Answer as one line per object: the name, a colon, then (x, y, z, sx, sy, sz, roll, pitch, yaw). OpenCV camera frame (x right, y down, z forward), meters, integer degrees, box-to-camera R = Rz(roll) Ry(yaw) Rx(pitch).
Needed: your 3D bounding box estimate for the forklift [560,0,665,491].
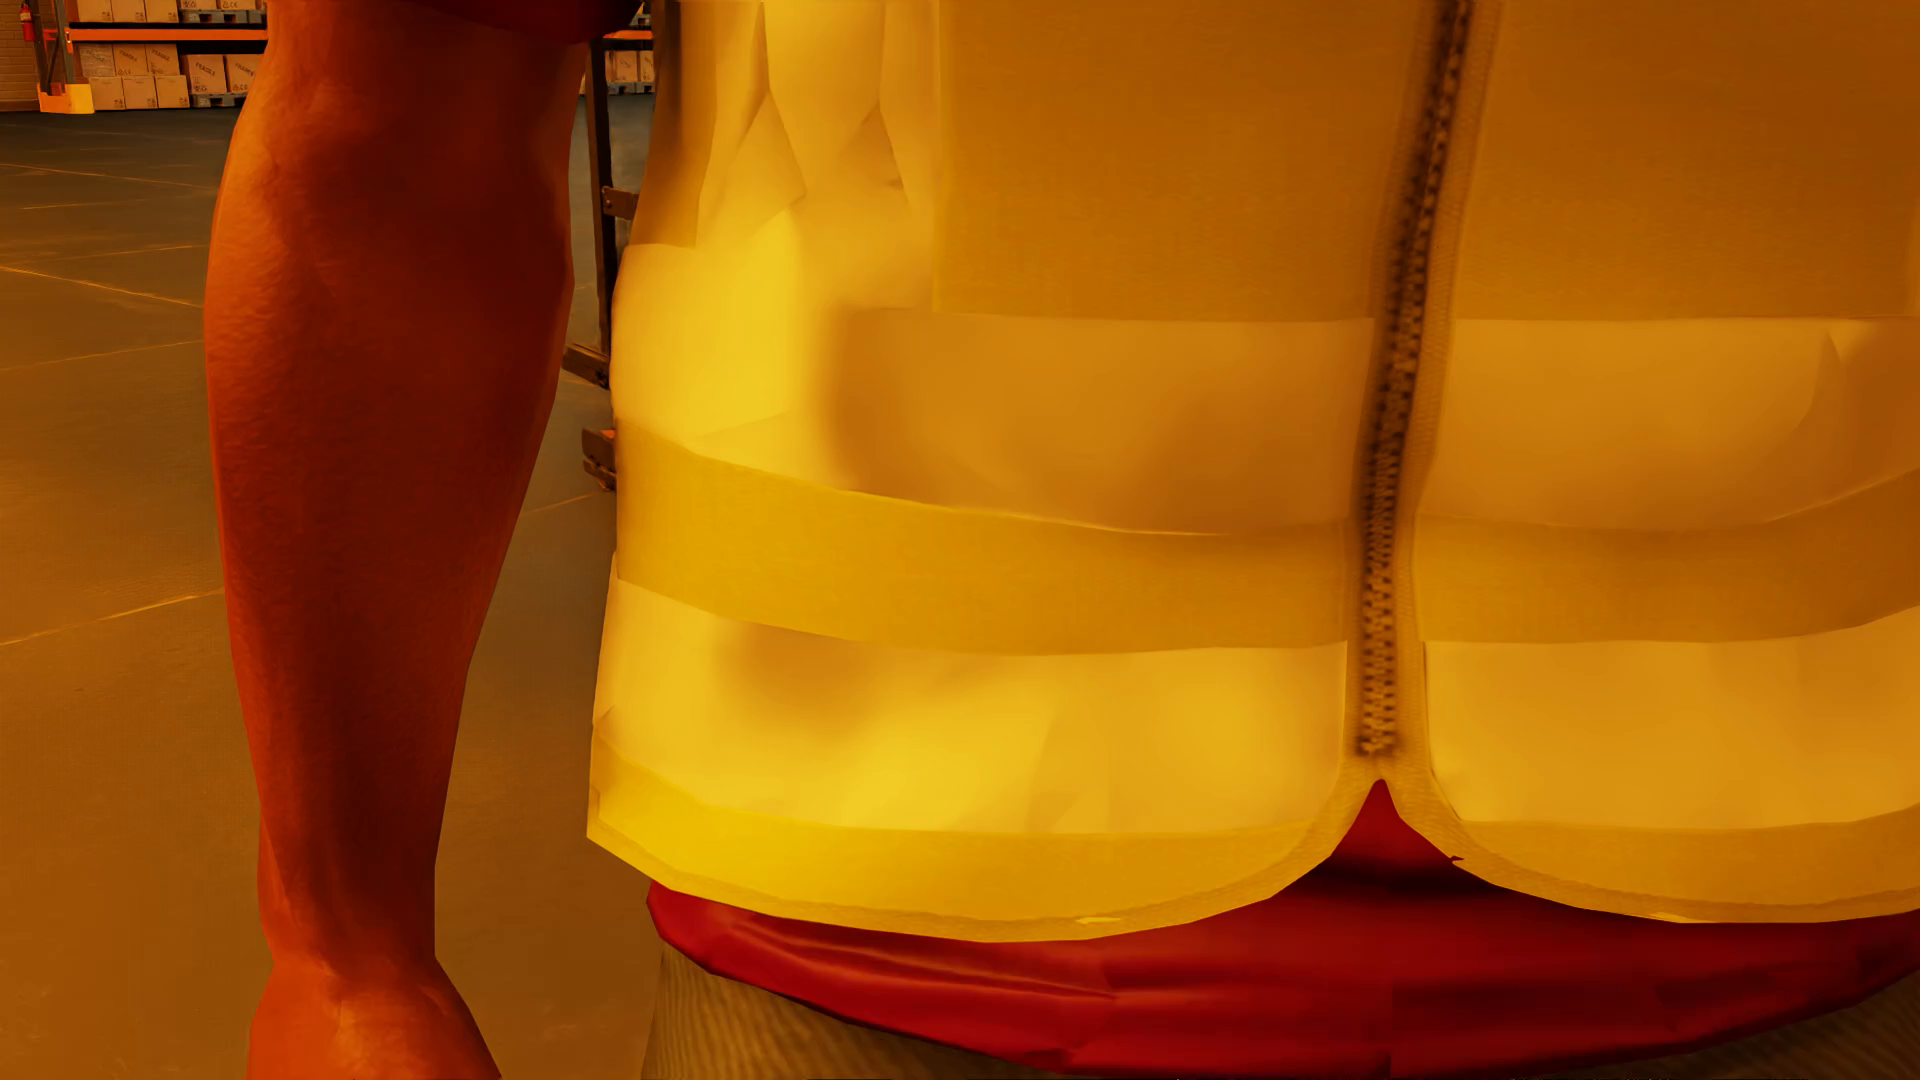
forklift: (-0.336, -1.551, 4.004, 1.130, 2.935, 3.031, -11, 20, -32)
